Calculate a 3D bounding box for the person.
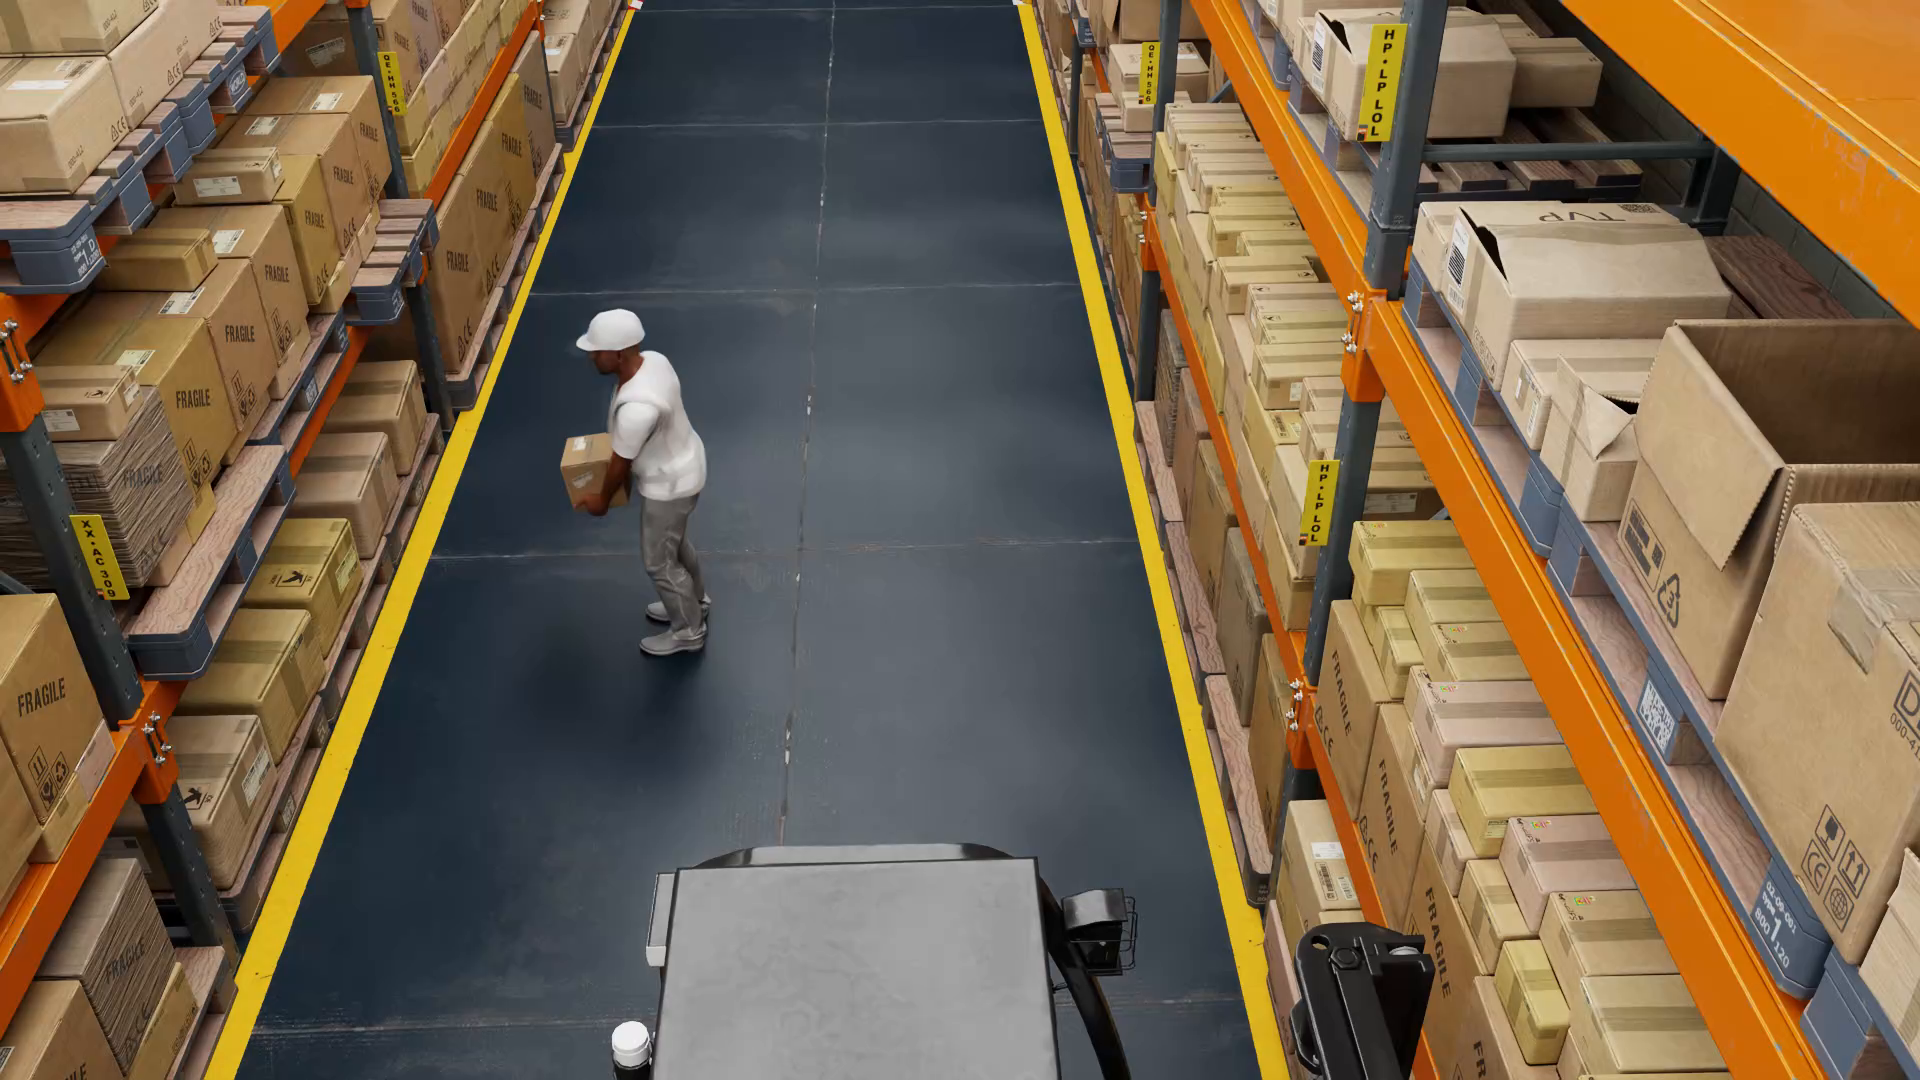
[{"bbox_3d":[-1.446,-0.260,7.564,0.590,1.744,0.503,-2,35,-3],"label":"person"}]
